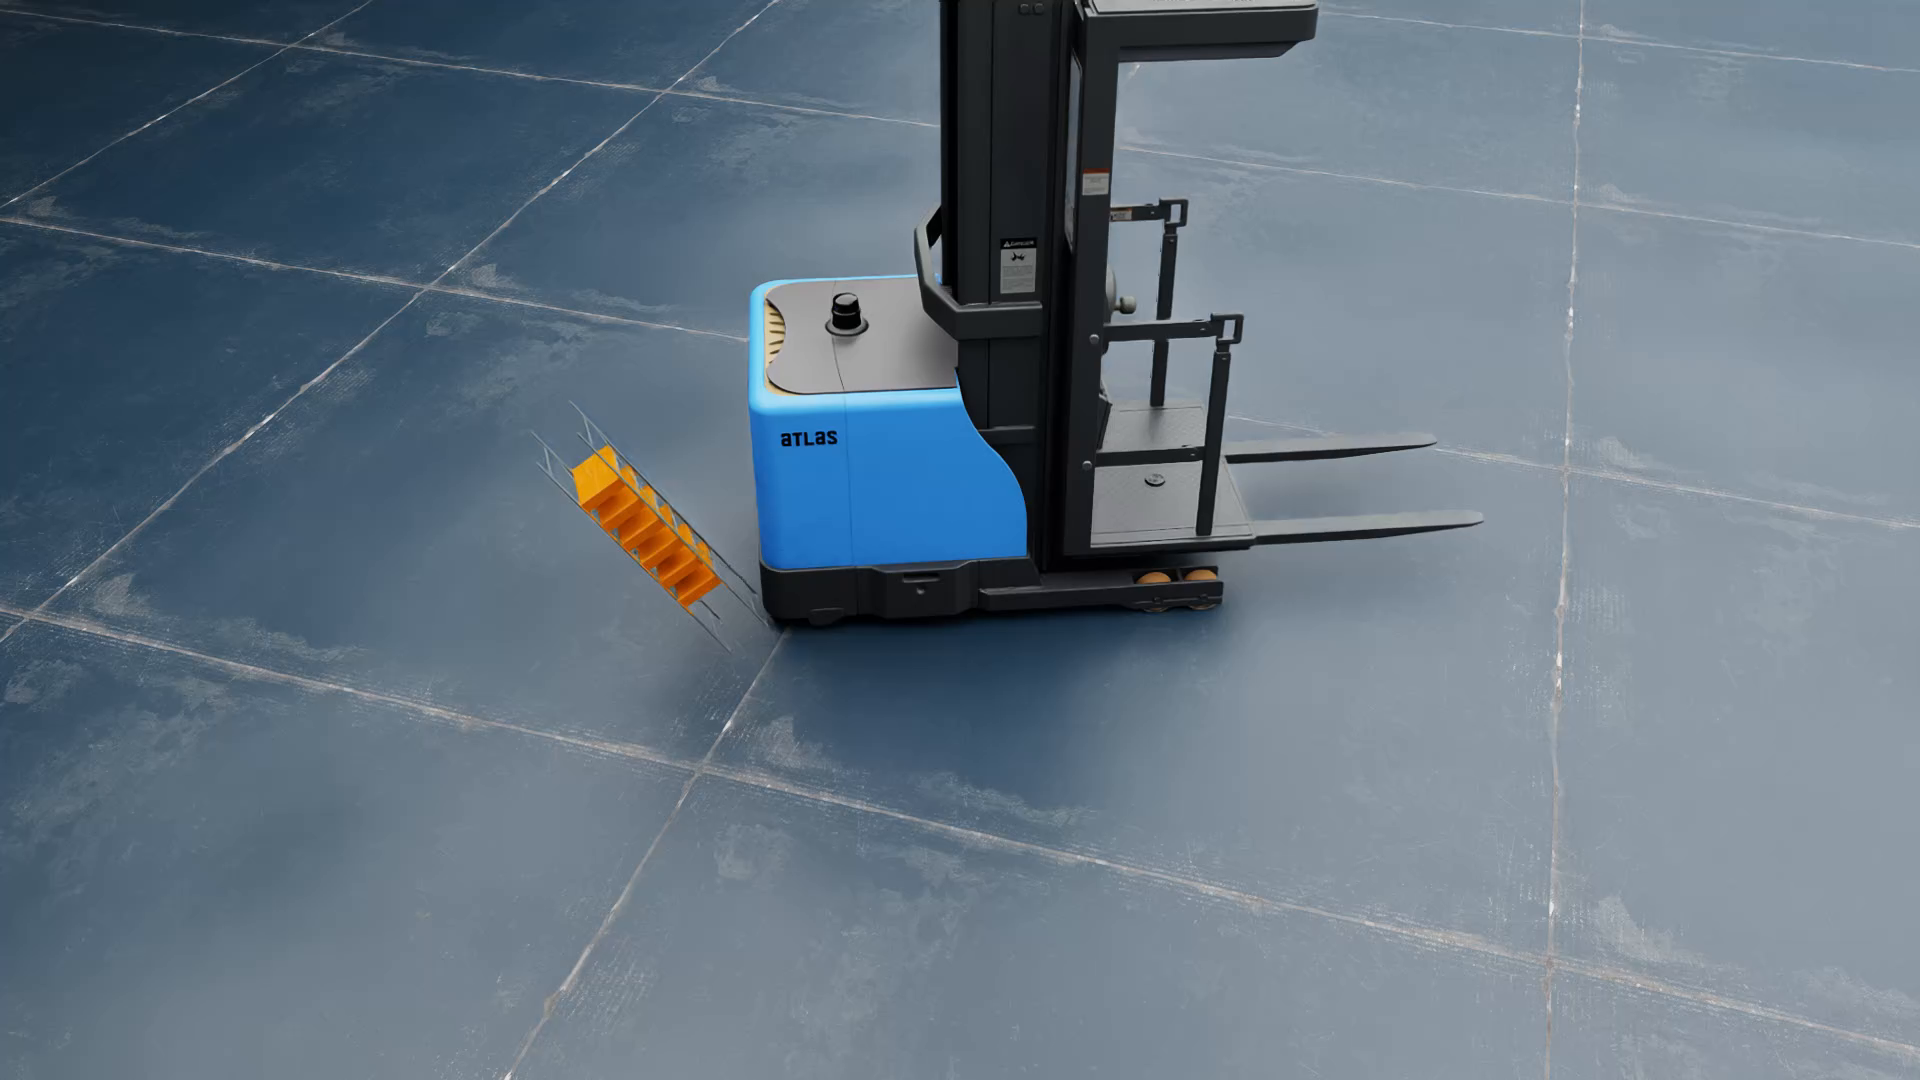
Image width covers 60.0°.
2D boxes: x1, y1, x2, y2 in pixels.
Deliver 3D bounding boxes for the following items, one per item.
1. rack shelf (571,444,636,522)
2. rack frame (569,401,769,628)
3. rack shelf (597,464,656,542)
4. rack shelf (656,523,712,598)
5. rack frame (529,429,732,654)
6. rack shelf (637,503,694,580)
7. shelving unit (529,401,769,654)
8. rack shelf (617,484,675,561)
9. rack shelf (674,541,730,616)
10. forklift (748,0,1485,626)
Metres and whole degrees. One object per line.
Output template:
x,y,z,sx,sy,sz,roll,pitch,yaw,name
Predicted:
-1.317,-0.216,6.131,0.180,0.103,0.258,-35,40,5,rack shelf
-1.089,-0.078,6.323,0.006,1.200,0.240,-35,40,5,rack frame
-1.259,-0.144,6.207,0.180,0.103,0.258,-35,40,5,rack shelf
-1.084,0.073,6.436,0.180,0.103,0.258,-35,40,5,rack shelf
-1.239,0.026,6.339,0.006,1.200,0.240,-35,40,5,rack frame
-1.142,0.001,6.359,0.180,0.103,0.258,-35,40,5,rack shelf
-1.164,-0.026,6.331,0.189,1.200,0.258,-35,40,5,shelving unit
-1.201,-0.072,6.283,0.180,0.103,0.258,-35,40,5,rack shelf
-1.026,0.145,6.512,0.180,0.103,0.258,-35,40,5,rack shelf
0.667,-1.193,6.398,3.031,2.935,1.130,-3,36,-4,forklift
